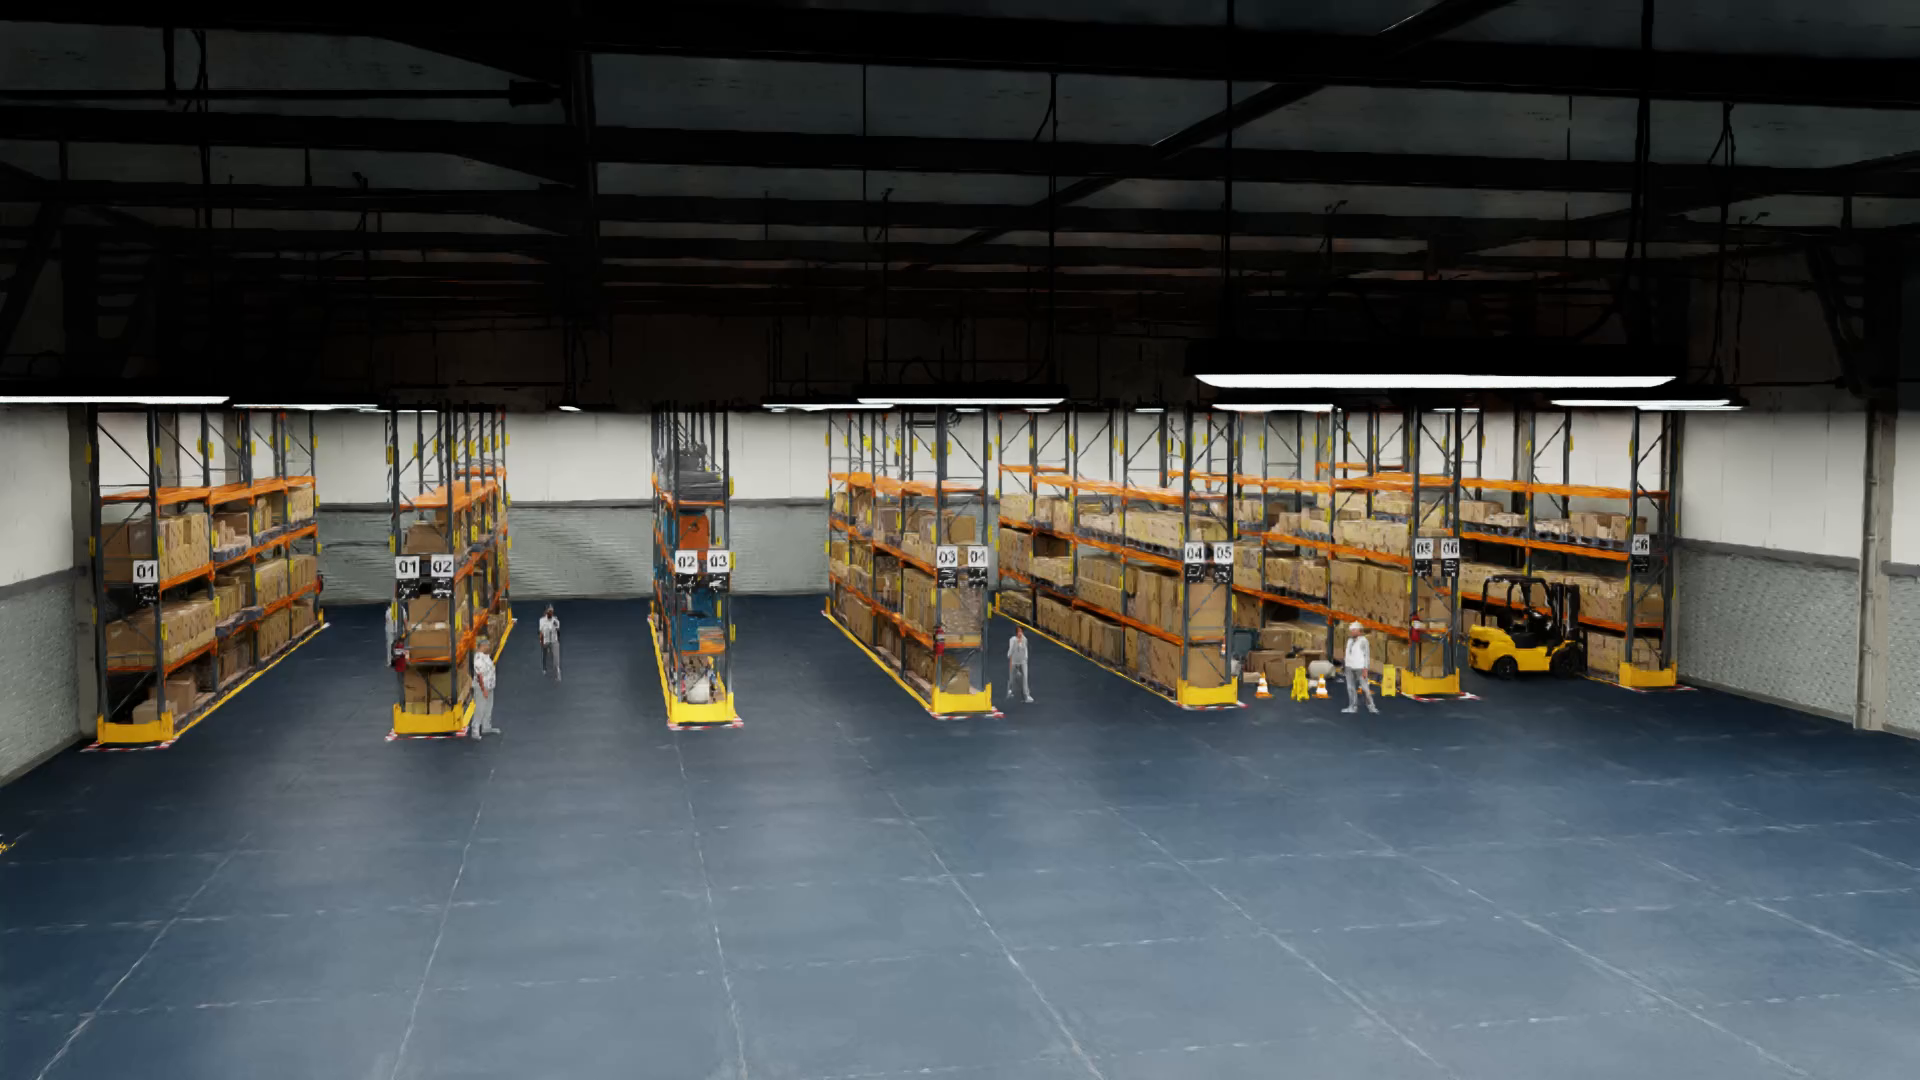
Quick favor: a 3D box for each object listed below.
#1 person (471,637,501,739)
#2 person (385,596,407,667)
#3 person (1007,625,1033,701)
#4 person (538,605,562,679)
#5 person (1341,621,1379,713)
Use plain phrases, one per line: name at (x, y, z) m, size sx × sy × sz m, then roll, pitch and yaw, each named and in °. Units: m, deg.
person at (-8.451, 2.604, 29.521) m, size 0.413 × 1.762 × 0.710 m, roll 0°, pitch 4°, yaw 0°
person at (-12.861, 2.059, 37.958) m, size 0.481 × 1.583 × 1.093 m, roll -1°, pitch 4°, yaw -14°
person at (1.159, 2.438, 33.295) m, size 0.419 × 1.513 × 1.037 m, roll -1°, pitch 4°, yaw -14°
person at (-8.894, 2.196, 36.016) m, size 0.470 × 1.587 × 1.060 m, roll -2°, pitch 5°, yaw -21°
person at (7.692, 2.443, 31.908) m, size 0.470 × 1.771 × 0.721 m, roll -4°, pitch 6°, yaw -39°
